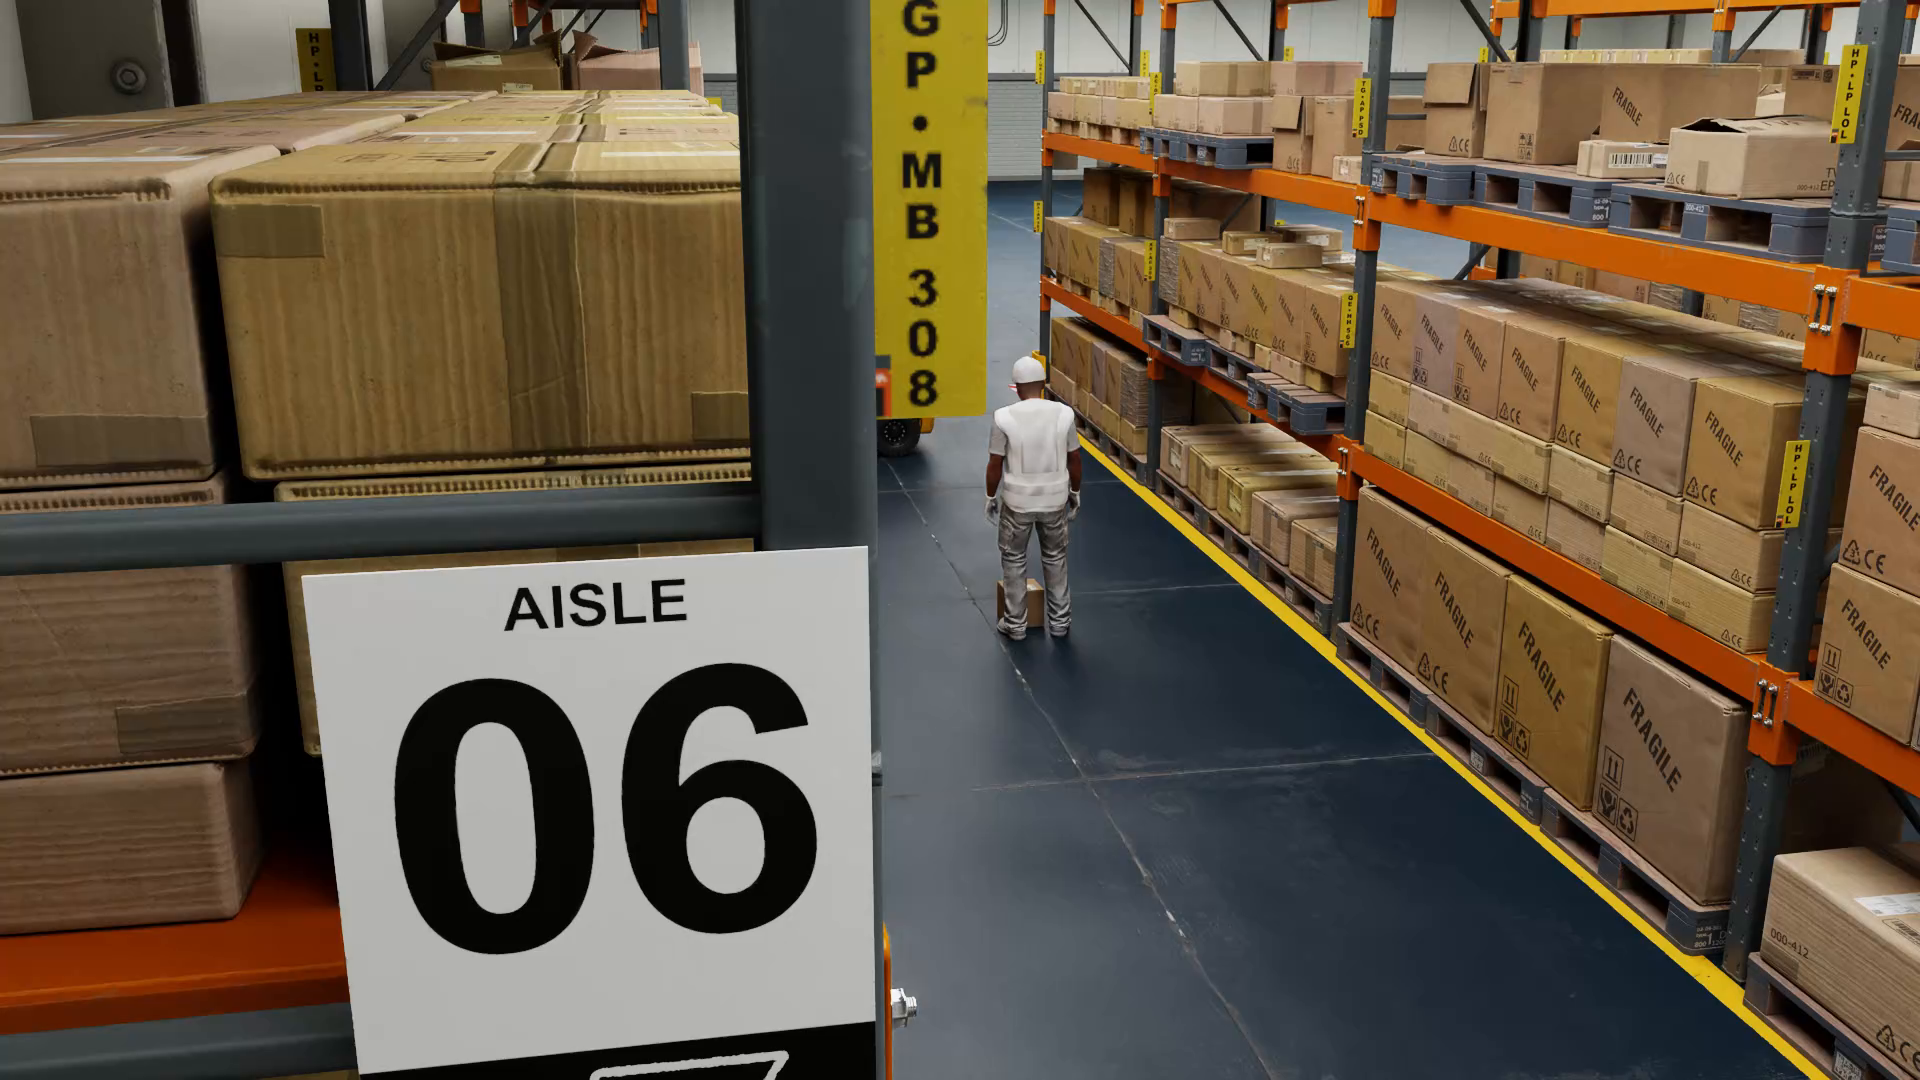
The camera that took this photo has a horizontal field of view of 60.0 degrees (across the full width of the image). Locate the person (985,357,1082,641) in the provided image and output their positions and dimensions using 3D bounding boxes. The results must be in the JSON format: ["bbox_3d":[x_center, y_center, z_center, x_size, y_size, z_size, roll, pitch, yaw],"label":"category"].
[{"bbox_3d":[0.458,-0.254,10.390,0.615,1.773,0.451,-3,16,-11],"label":"person"}]
